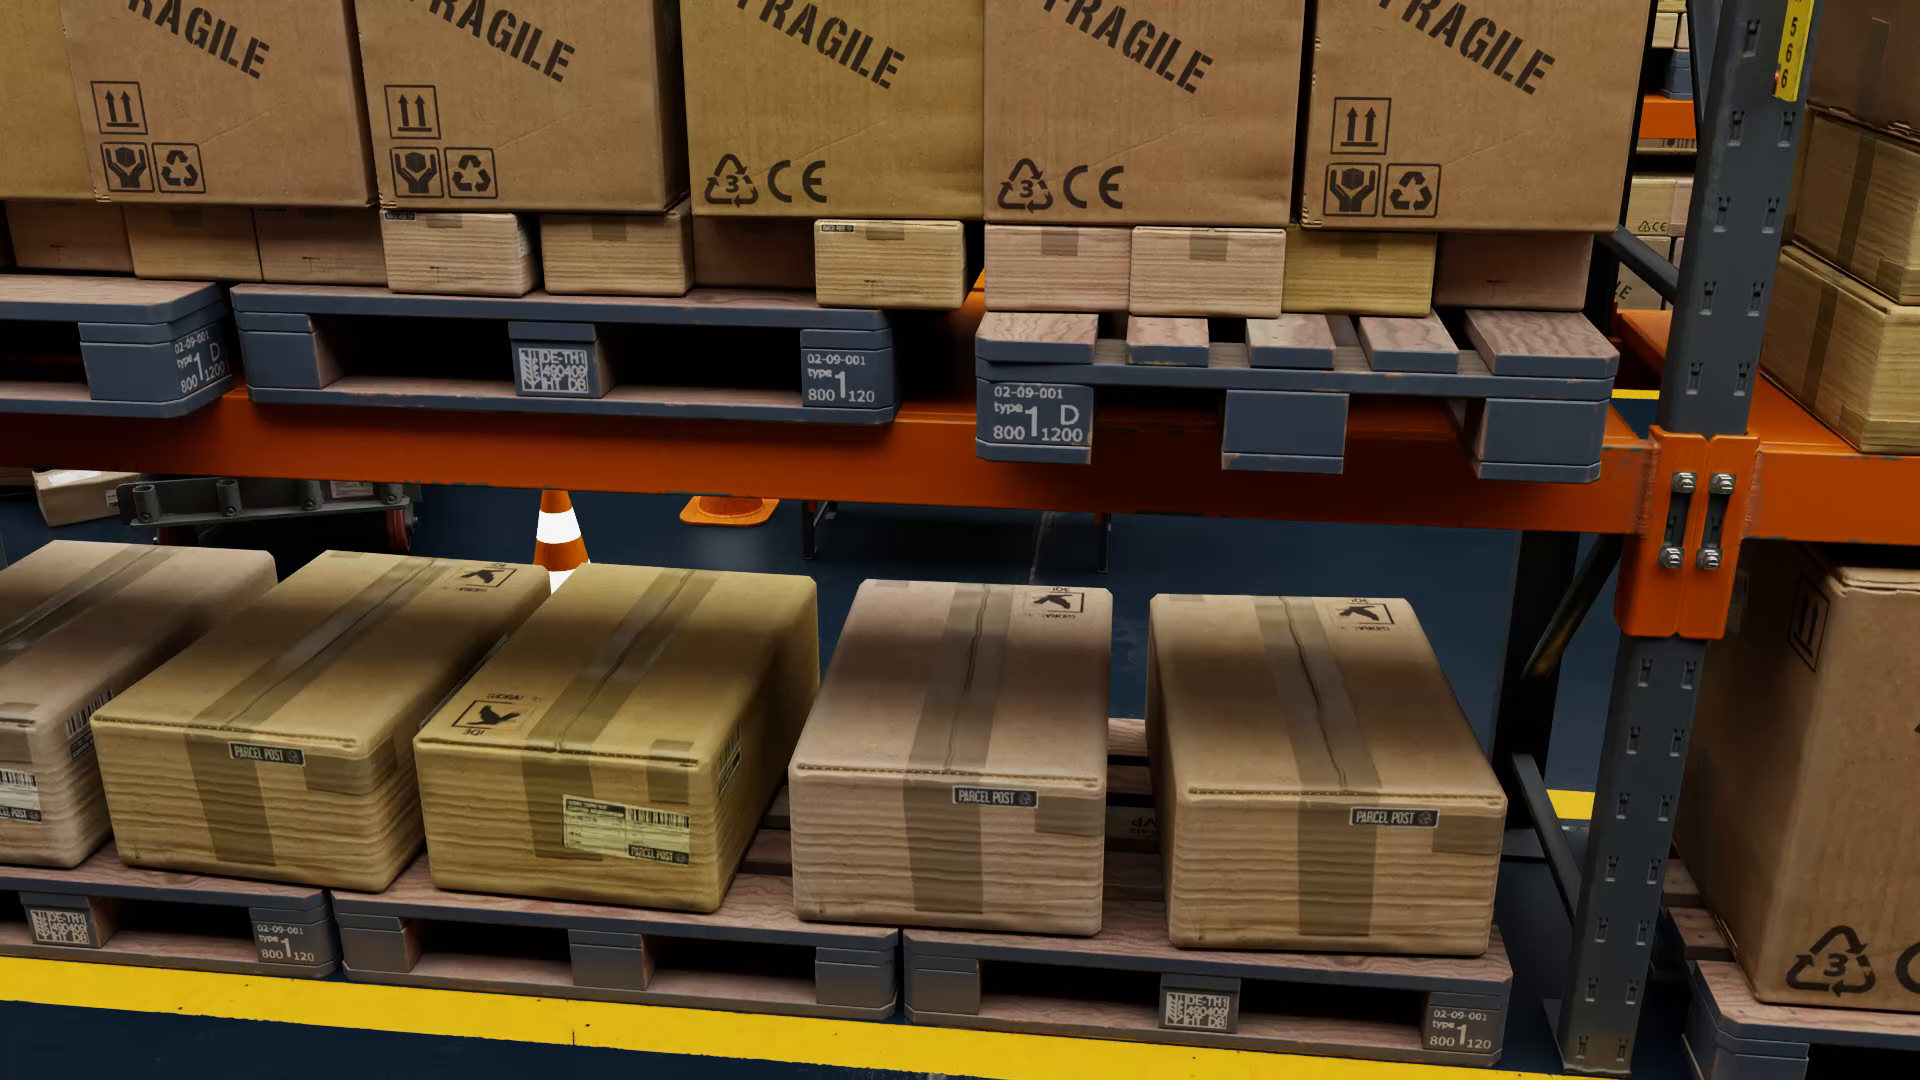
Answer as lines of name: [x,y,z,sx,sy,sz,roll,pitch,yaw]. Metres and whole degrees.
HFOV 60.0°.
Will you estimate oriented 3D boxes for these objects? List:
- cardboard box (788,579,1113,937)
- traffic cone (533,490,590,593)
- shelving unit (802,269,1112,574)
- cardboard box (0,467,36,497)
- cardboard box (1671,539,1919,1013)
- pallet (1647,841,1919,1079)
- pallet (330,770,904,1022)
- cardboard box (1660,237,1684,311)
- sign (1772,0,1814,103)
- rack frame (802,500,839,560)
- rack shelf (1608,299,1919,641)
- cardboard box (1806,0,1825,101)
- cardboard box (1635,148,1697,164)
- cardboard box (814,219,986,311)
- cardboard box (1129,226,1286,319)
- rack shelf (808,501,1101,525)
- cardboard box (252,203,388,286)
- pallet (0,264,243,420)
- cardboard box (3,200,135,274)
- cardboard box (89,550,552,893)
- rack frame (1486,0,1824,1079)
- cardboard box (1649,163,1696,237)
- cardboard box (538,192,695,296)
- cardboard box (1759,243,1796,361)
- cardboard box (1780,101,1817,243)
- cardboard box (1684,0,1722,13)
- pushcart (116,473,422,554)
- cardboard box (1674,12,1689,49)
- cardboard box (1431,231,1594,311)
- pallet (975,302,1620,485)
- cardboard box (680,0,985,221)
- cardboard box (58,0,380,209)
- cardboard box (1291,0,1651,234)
cardboard box: [0.017,0.448,3.730,0.625,0.372,0.950,2,22,5]
traffic cone: [-1.265,0.027,5.241,0.334,0.463,0.336,2,22,6]
shelving unit: [0.007,-0.523,5.732,1.048,1.125,0.538,2,22,6]
cardboard box: [-3.661,-0.581,6.541,0.503,0.637,0.797,2,22,6]
cardboard box: [1.987,0.331,3.341,0.875,0.875,0.875,2,22,6]
pallet: [2.085,0.836,3.537,1.213,0.211,1.003,2,22,6]
pallet: [-0.673,0.687,3.916,1.213,0.211,1.003,2,22,6]
cardboard box: [3.476,-1.202,7.728,0.500,0.500,0.500,2,22,5]
sign: [1.257,-0.825,2.480,0.005,0.325,0.100,2,22,6]
rack frame: [-0.498,-0.545,5.788,0.032,1.125,0.500,2,22,6]
rack shelf: [3.297,-0.101,3.094,4.000,0.370,1.077,2,22,6]
cardboard box: [1.855,-1.107,3.163,0.500,0.500,0.500,2,22,5]
cardboard box: [3.509,-1.736,8.059,0.500,0.250,0.500,3,22,8]
cardboard box: [-0.096,-0.529,2.969,0.250,0.149,0.380,3,22,7]
cardboard box: [0.428,-0.508,2.916,0.250,0.149,0.380,2,22,6]
rack shelf: [0.007,-0.295,5.822,1.000,0.278,0.538,2,22,6]
cardboard box: [-1.116,-0.598,3.143,0.250,0.149,0.380,3,22,7]
pallet: [-1.919,-0.520,3.435,1.213,0.211,1.003,2,22,6]
cardboard box: [-1.612,-0.636,3.239,0.250,0.149,0.380,4,22,10]
cardboard box: [-1.426,0.383,3.893,0.625,0.372,0.950,4,22,10]
rack frame: [1.311,-0.522,3.180,0.127,3.000,1.000,2,22,6]
cardboard box: [3.443,-1.549,7.587,0.500,0.250,0.500,3,22,7]
cardboard box: [-0.590,-0.567,3.064,0.250,0.149,0.380,2,22,5]
cardboard box: [1.844,-0.525,3.392,0.500,0.250,0.500,2,22,4]
cardboard box: [1.822,-0.756,3.297,0.500,0.250,0.500,2,22,6]
cardboard box: [3.282,-2.413,7.329,0.250,0.149,0.380,3,22,6]
pushcart: [-2.442,-0.310,6.211,0.936,0.377,1.648,-5,22,-12]
cardboard box: [3.281,-2.274,7.383,0.250,0.149,0.380,3,22,8]
cardboard box: [0.958,-0.529,2.968,0.250,0.149,0.380,3,22,8]
pallet: [0.591,-0.425,3.195,1.003,0.211,1.213,2,22,6]
cardboard box: [-0.189,-0.860,2.923,0.500,0.500,0.500,1,22,3]
cardboard box: [-1.242,-0.902,3.030,0.500,0.500,0.500,2,22,6]
cardboard box: [0.827,-0.820,2.823,0.500,0.500,0.500,2,22,5]
